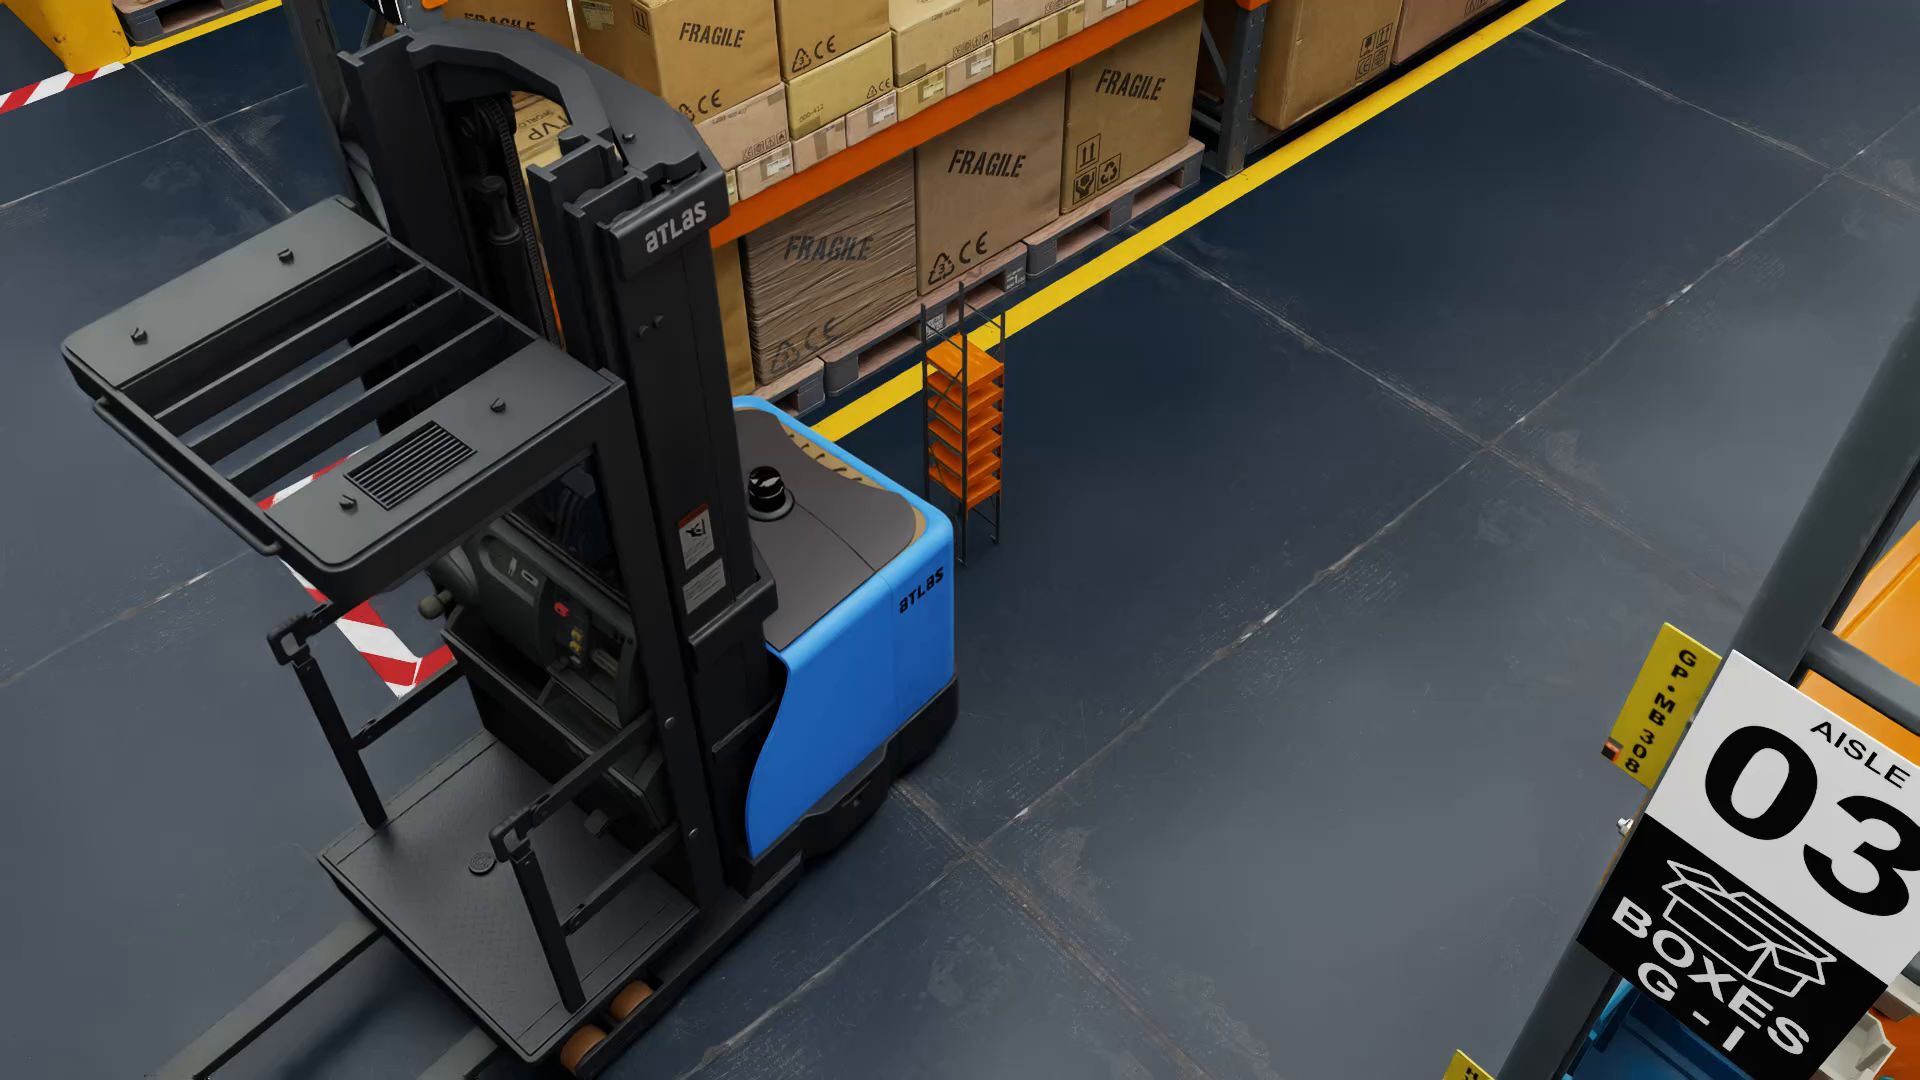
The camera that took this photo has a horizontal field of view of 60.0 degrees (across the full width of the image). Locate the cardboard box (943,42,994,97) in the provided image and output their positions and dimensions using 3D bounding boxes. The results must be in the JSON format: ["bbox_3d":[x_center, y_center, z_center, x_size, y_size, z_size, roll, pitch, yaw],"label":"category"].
[{"bbox_3d":[-0.081,-1.967,6.695,0.250,0.149,0.380,-33,55,-27],"label":"cardboard box"}]

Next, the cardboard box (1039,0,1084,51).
[{"bbox_3d":[0.297,-2.219,6.927,0.250,0.149,0.380,-33,55,-27],"label":"cardboard box"}]

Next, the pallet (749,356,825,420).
[{"bbox_3d":[-1.357,-0.656,7.212,1.213,0.211,1.003,-34,56,-27],"label":"pallet"}]

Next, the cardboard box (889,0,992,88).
[{"bbox_3d":[-0.222,-2.072,6.521,0.500,0.250,0.500,-35,56,-28],"label":"cardboard box"}]

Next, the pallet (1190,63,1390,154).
[{"bbox_3d":[1.584,-2.619,9.023,1.213,0.211,1.003,-34,56,-27],"label":"pallet"}]

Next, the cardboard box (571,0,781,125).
[{"bbox_3d":[-0.989,-1.806,5.765,0.500,0.500,0.500,-35,56,-28],"label":"cardboard box"}]

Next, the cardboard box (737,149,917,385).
[{"bbox_3d":[-0.803,-1.396,7.157,0.875,0.875,0.875,-34,56,-27],"label":"cardboard box"}]

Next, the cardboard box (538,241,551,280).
[{"bbox_3d":[-1.411,-1.075,5.872,0.250,0.149,0.380,-33,55,-27],"label":"cardboard box"}]

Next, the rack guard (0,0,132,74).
[{"bbox_3d":[-5.101,-3.101,9.271,0.348,0.500,1.175,-34,56,-27],"label":"rack guard"}]

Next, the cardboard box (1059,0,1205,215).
[{"bbox_3d":[0.522,-2.281,7.973,0.875,0.875,0.875,-34,56,-27],"label":"cardboard box"}]

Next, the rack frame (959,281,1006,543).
[{"bbox_3d":[0.078,-0.459,6.357,0.006,1.200,0.240,-34,56,-27],"label":"rack frame"}]

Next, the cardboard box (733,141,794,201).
[{"bbox_3d":[-0.841,-1.459,6.226,0.250,0.149,0.380,-35,56,-28],"label":"cardboard box"}]

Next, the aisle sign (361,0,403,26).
[{"bbox_3d":[-1.747,-1.847,4.644,0.004,0.787,0.394,-34,56,-27],"label":"aisle sign"}]

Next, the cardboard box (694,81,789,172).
[{"bbox_3d":[-0.979,-1.565,6.053,0.500,0.250,0.500,-34,56,-28],"label":"cardboard box"}]

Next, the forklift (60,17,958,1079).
[{"bbox_3d":[-1.351,0.256,4.520,1.130,2.935,3.031,33,55,26],"label":"forklift"}]

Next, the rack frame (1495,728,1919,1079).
[{"bbox_3d":[1.436,1.529,3.298,0.127,3.000,1.000,-34,56,-27],"label":"rack frame"}]

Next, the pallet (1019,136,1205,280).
[{"bbox_3d":[0.449,-1.863,8.325,1.213,0.211,1.003,-34,56,-27],"label":"pallet"}]

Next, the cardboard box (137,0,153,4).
[{"bbox_3d":[-4.555,-3.172,9.290,0.250,0.149,0.380,-33,55,-26],"label":"cardboard box"}]

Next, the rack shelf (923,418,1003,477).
[{"bbox_3d":[0.011,-0.384,6.348,0.180,0.103,0.258,-34,56,-27],"label":"rack shelf"}]

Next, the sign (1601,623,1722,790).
[{"bbox_3d":[1.054,0.256,2.503,0.005,0.325,0.100,-34,56,-27],"label":"sign"}]

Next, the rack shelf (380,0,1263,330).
[{"bbox_3d":[-0.416,-1.909,6.960,4.000,0.370,1.077,-34,56,-27],"label":"rack shelf"}]

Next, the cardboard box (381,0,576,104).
[{"bbox_3d":[-1.712,-1.852,5.807,0.500,0.500,0.500,-33,55,-27],"label":"cardboard box"}]

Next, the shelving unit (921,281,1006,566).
[{"bbox_3d":[0.011,-0.414,6.316,0.189,1.200,0.258,-34,56,-27],"label":"shelving unit"}]

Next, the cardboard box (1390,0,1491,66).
[{"bbox_3d":[2.184,-3.333,8.945,0.875,0.875,1.225,-36,57,-28],"label":"cardboard box"}]

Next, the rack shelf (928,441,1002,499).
[{"bbox_3d":[0.011,-0.303,6.436,0.180,0.103,0.258,-34,56,-27],"label":"rack shelf"}]

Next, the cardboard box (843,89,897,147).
[{"bbox_3d":[-0.461,-1.712,6.460,0.250,0.149,0.380,-34,56,-27],"label":"cardboard box"}]

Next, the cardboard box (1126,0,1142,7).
[{"bbox_3d":[0.678,-2.473,7.162,0.250,0.149,0.380,-35,56,-28],"label":"cardboard box"}]

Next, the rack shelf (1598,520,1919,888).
[{"bbox_3d":[2.916,-0.233,3.372,4.000,0.370,1.077,-34,56,-27],"label":"rack shelf"}]

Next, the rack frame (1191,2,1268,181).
[{"bbox_3d":[1.064,-3.142,7.608,0.127,3.000,1.000,-34,56,-27],"label":"rack frame"}]

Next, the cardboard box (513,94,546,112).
[{"bbox_3d":[-1.716,-1.598,6.083,0.500,0.250,0.500,-35,56,-28],"label":"cardboard box"}]

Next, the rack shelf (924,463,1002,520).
[{"bbox_3d":[0.011,-0.221,6.525,0.180,0.103,0.258,-34,56,-27],"label":"rack shelf"}]

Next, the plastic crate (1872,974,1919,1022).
[{"bbox_3d":[2.142,0.961,3.961,0.243,0.136,0.396,-34,56,-27],"label":"plastic crate"}]
